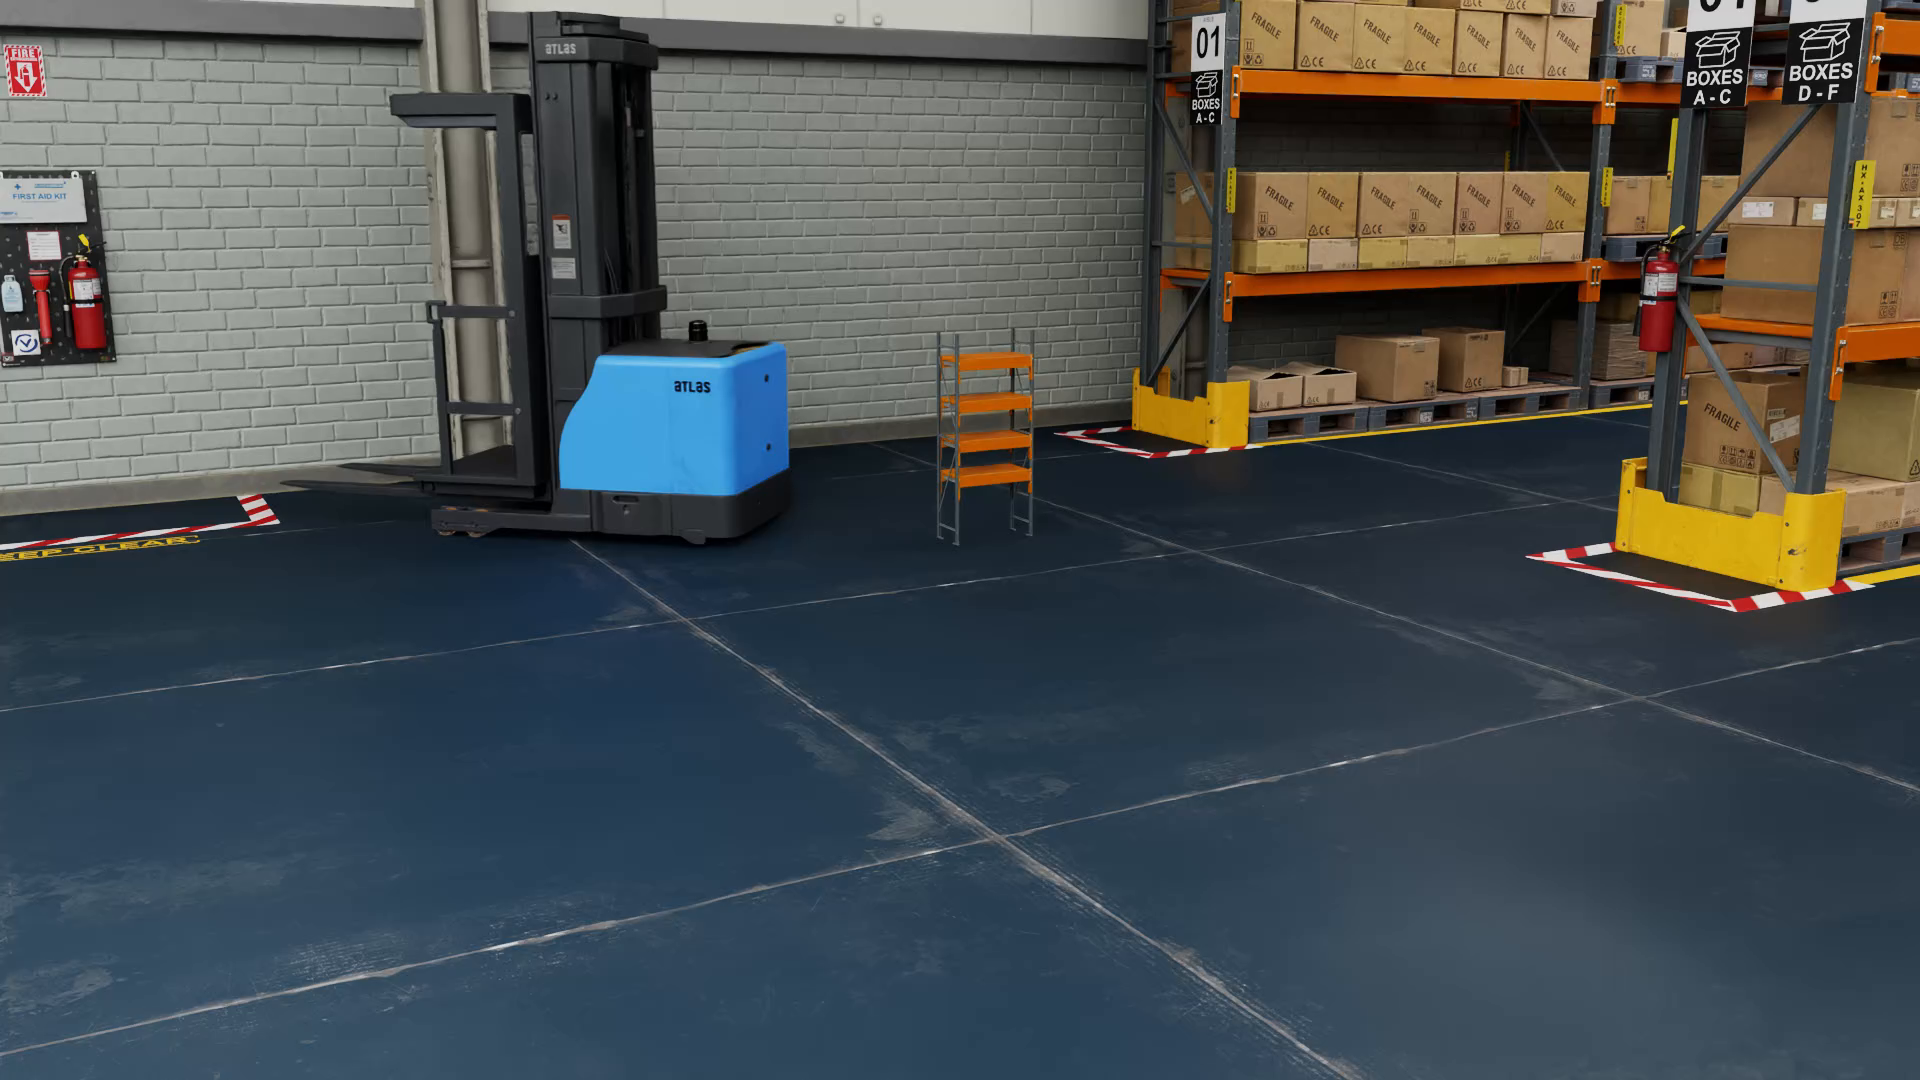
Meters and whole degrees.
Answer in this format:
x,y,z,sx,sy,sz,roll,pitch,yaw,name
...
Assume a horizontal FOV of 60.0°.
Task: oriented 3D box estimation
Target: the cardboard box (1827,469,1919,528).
x,y,z,sx,sy,sz,roll,pitch,yaw,name
5.144,-0.258,9.228,0.500,0.250,0.500,-7,14,-28,cardboard box

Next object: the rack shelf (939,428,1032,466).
x,y,z,sx,sy,sz,roll,pitch,yaw,name
0.145,-0.537,9.570,0.480,0.148,0.258,-7,14,-28,rack shelf

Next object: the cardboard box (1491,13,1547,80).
x,y,z,sx,sy,sz,roll,pitch,yaw,name
4.489,-4.073,13.769,0.500,0.500,0.500,-8,15,-33,cardboard box

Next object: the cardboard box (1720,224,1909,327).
x,y,z,sx,sy,sz,roll,pitch,yaw,name
4.546,-1.423,8.871,0.500,0.500,0.700,-7,14,-28,cardboard box

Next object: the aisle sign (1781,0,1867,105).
x,y,z,sx,sy,sz,roll,pitch,yaw,name
4.219,-2.530,8.096,0.004,0.787,0.394,-7,14,-28,aisle sign

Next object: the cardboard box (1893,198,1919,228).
x,y,z,sx,sy,sz,roll,pitch,yaw,name
4.808,-1.721,8.717,0.250,0.149,0.380,-7,15,-29,cardboard box

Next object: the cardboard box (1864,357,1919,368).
x,y,z,sx,sy,sz,roll,pitch,yaw,name
5.768,-0.831,10.066,0.500,0.500,0.500,-7,14,-28,cardboard box

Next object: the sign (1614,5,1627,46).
x,y,z,sx,sy,sz,roll,pitch,yaw,name
5.531,-4.314,13.938,0.005,0.325,0.100,-7,14,-28,sign

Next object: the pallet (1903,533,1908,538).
x,y,z,sx,sy,sz,roll,pitch,yaw,name
5.850,-0.183,9.941,1.213,0.211,1.003,-7,14,-28,pallet

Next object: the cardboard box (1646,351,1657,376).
x,y,z,sx,sy,sz,roll,pitch,yaw,name
6.331,-1.842,15.654,0.500,0.500,0.700,-7,15,-29,cardboard box

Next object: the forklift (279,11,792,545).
x,y,z,sx,sy,sz,roll,pitch,yaw,name
-2.604,-1.553,9.836,3.031,2.935,1.130,3,13,13,forklift

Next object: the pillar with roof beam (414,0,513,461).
x,y,z,sx,sy,sz,roll,pitch,yaw,name
-1.251,-3.988,6.833,0.400,9.000,9.100,-7,14,-28,pillar with roof beam

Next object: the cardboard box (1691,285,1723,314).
x,y,z,sx,sy,sz,roll,pitch,yaw,name
7.188,-2.295,15.960,0.500,0.250,0.500,-7,14,-28,cardboard box

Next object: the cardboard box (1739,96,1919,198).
x,y,z,sx,sy,sz,roll,pitch,yaw,name
4.592,-2.061,8.753,0.500,0.500,0.700,-7,14,-28,cardboard box

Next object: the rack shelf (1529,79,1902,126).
x,y,z,sx,sy,sz,roll,pitch,yaw,name
7.019,-4.025,15.469,4.000,0.370,1.077,-7,14,-28,rack shelf

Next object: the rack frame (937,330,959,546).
x,y,z,sx,sy,sz,roll,pitch,yaw,name
-0.069,-0.577,9.441,0.015,1.200,0.240,-7,14,-28,rack frame

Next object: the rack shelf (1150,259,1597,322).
x,y,z,sx,sy,sz,roll,pitch,yaw,name
3.508,-2.141,13.929,4.000,0.370,1.077,-7,14,-28,rack shelf

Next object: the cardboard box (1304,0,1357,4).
x,y,z,sx,sy,sz,roll,pitch,yaw,name
2.672,-4.328,12.626,0.500,0.500,0.500,-7,14,-29,cardboard box

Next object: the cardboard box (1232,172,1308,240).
x,y,z,sx,sy,sz,roll,pitch,yaw,name
2.316,-2.576,12.813,0.500,0.500,0.500,-7,14,-28,cardboard box

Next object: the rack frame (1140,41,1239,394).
x,y,z,sx,sy,sz,roll,pitch,yaw,name
1.753,-2.281,12.915,0.127,3.000,1.000,-7,14,-28,rack frame

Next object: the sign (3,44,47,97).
x,y,z,sx,sy,sz,roll,pitch,yaw,name
-5.556,-2.787,9.883,0.199,0.298,0.001,-7,14,-28,sign

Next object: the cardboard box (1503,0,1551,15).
x,y,z,sx,sy,sz,roll,pitch,yaw,name
4.475,-4.547,13.599,0.500,0.500,0.500,-6,14,-25,cardboard box

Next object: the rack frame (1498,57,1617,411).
x,y,z,sx,sy,sz,roll,pitch,yaw,name
5.264,-2.702,14.785,0.127,3.000,1.000,-7,14,-28,rack frame

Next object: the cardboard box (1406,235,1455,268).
x,y,z,sx,sy,sz,roll,pitch,yaw,name
3.677,-2.371,13.608,0.500,0.250,0.500,-7,14,-27,cardboard box

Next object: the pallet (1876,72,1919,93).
x,y,z,sx,sy,sz,roll,pitch,yaw,name
9.315,-4.572,16.692,1.003,0.211,1.213,-6,14,-25,pallet

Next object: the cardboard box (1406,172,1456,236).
x,y,z,sx,sy,sz,roll,pitch,yaw,name
3.658,-2.736,13.523,0.500,0.500,0.500,-6,14,-26,cardboard box

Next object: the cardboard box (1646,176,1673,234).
x,y,z,sx,sy,sz,roll,pitch,yaw,name
6.221,-3.070,15.189,0.500,0.500,0.700,-5,14,-22,cardboard box

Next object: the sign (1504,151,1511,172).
x,y,z,sx,sy,sz,roll,pitch,yaw,name
4.995,-3.374,15.131,0.005,0.325,0.100,-7,14,-28,sign

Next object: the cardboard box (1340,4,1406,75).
x,y,z,sx,sy,sz,roll,pitch,yaw,name
3.109,-3.895,12.981,0.500,0.500,0.500,-6,14,-25,cardboard box

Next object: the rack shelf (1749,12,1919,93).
x,y,z,sx,sy,sz,roll,pitch,yaw,name
5.885,-2.650,9.359,4.000,0.370,1.077,-7,14,-28,rack shelf

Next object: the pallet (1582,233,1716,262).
x,y,z,sx,sy,sz,roll,pitch,yaw,name
6.004,-2.661,15.039,1.213,0.211,1.003,-7,14,-28,pallet

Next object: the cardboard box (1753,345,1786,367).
x,y,z,sx,sy,sz,roll,pitch,yaw,name
7.660,-2.001,16.358,0.500,0.500,0.700,-7,14,-28,cardboard box

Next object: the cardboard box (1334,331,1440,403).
x,y,z,sx,sy,sz,roll,pitch,yaw,name
3.572,-1.460,13.954,0.500,0.500,0.700,-8,15,-31,cardboard box

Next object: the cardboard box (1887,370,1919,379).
x,y,z,sx,sy,sz,roll,pitch,yaw,name
5.578,-0.678,9.389,0.500,0.500,0.500,-7,14,-28,cardboard box

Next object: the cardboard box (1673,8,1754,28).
x,y,z,sx,sy,sz,roll,pitch,yaw,name
6.865,-4.591,15.162,0.500,0.500,0.500,-7,15,-30,cardboard box

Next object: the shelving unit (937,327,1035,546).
x,y,z,sx,sy,sz,roll,pitch,yaw,name
0.145,-0.603,9.555,0.503,1.200,0.258,-7,14,-28,shelving unit

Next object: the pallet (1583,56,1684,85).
x,y,z,sx,sy,sz,roll,pitch,yaw,name
5.857,-4.118,14.673,1.003,0.211,1.213,-7,14,-28,pallet

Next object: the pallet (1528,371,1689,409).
x,y,z,sx,sy,sz,roll,pitch,yaw,name
5.947,-1.424,15.456,1.213,0.211,1.003,-7,14,-28,pallet

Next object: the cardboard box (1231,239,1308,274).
x,y,z,sx,sy,sz,roll,pitch,yaw,name
2.333,-2.208,12.885,0.500,0.250,0.500,-7,15,-29,cardboard box

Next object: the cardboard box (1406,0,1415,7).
x,y,z,sx,sy,sz,roll,pitch,yaw,name
3.368,-4.546,13.593,0.500,0.500,0.500,-7,14,-28,cardboard box

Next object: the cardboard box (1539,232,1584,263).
x,y,z,sx,sy,sz,roll,pitch,yaw,name
4.993,-2.531,14.318,0.500,0.250,0.500,-7,14,-28,cardboard box

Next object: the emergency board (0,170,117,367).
x,y,z,sx,sy,sz,roll,pitch,yaw,name
-5.501,-1.638,10.056,0.643,1.169,0.194,-7,14,-28,emergency board

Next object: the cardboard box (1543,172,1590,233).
x,y,z,sx,sy,sz,roll,pitch,yaw,name
4.997,-2.895,14.231,0.500,0.500,0.500,-7,14,-28,cardboard box
